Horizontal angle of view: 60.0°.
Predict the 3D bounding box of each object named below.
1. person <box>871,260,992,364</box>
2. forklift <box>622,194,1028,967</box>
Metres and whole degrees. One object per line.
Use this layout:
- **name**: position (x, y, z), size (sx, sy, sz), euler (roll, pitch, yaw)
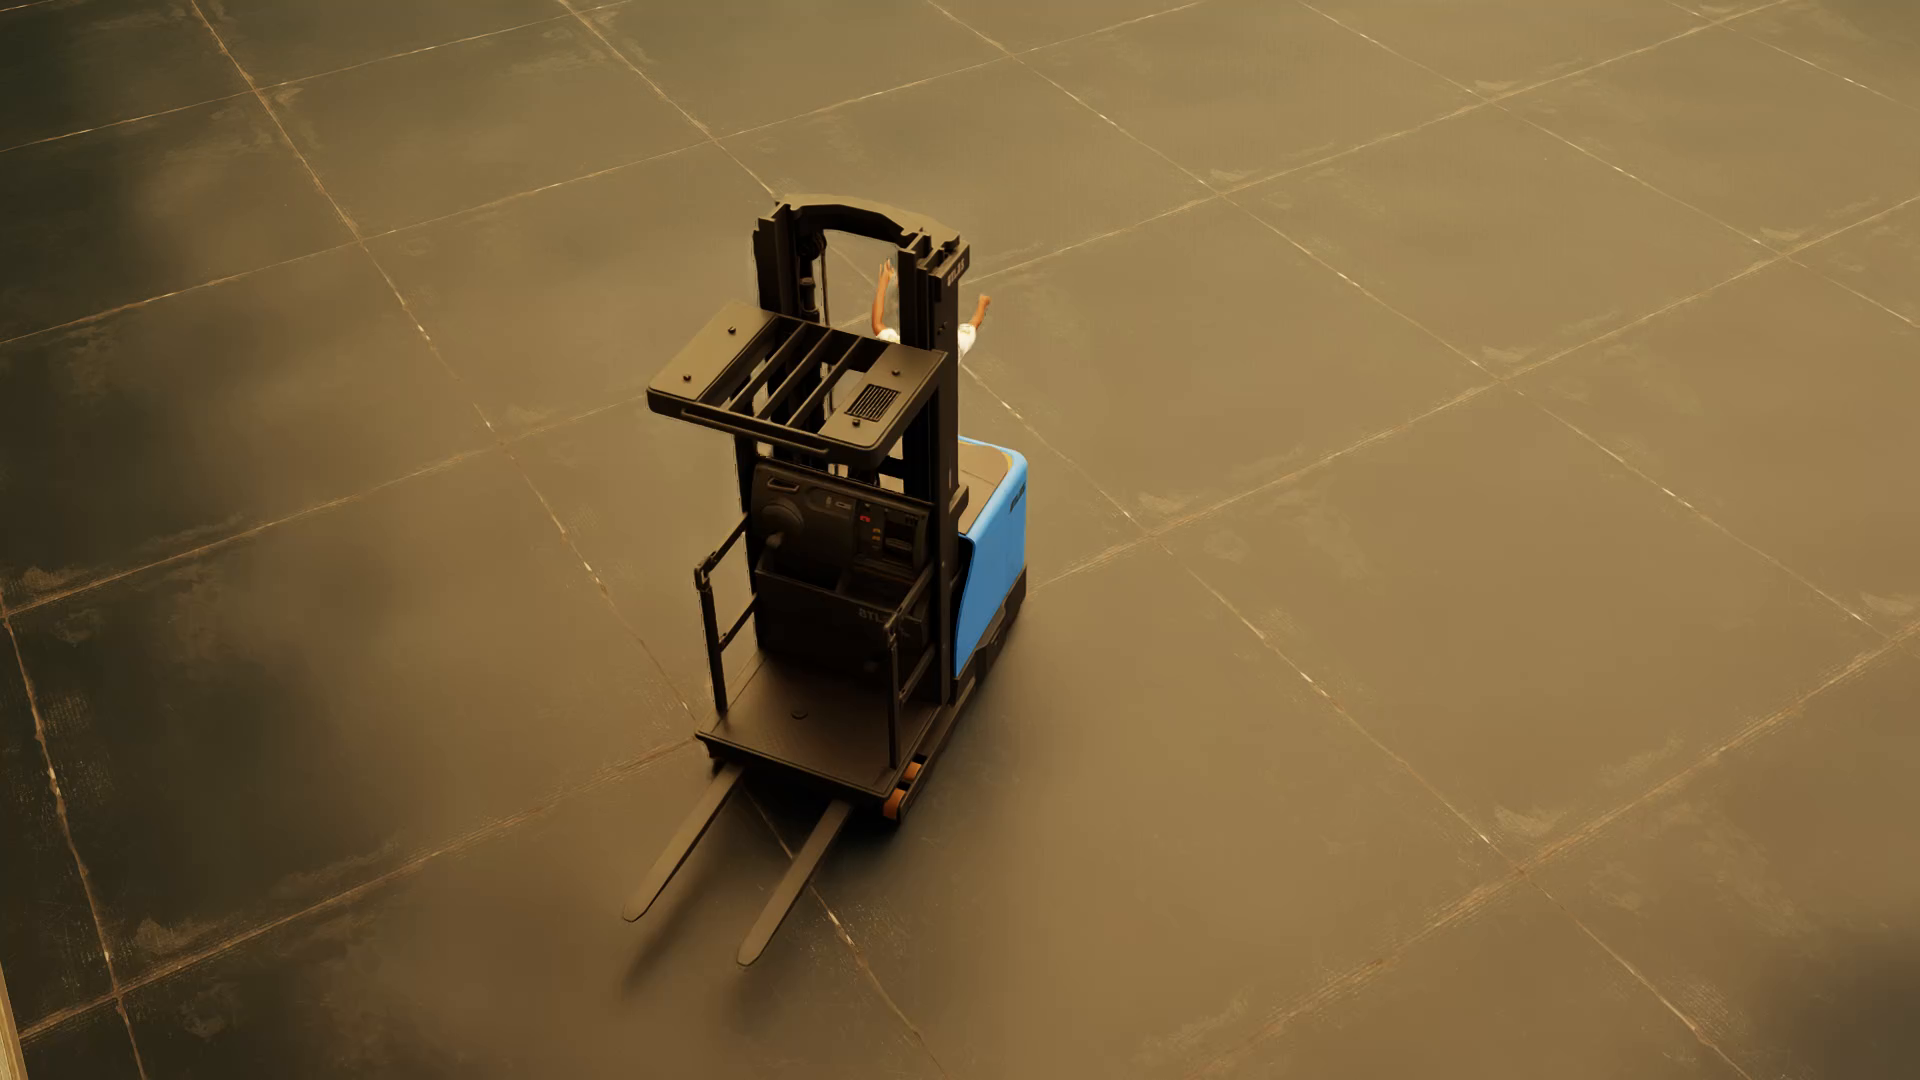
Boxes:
- **person**: position (-0.111, -0.957, 10.045), size (1.015, 1.468, 0.725), euler (-29, 49, -29)
- **forklift**: position (-0.669, -0.002, 7.873), size (1.130, 2.935, 3.031), euler (16, 44, 17)
